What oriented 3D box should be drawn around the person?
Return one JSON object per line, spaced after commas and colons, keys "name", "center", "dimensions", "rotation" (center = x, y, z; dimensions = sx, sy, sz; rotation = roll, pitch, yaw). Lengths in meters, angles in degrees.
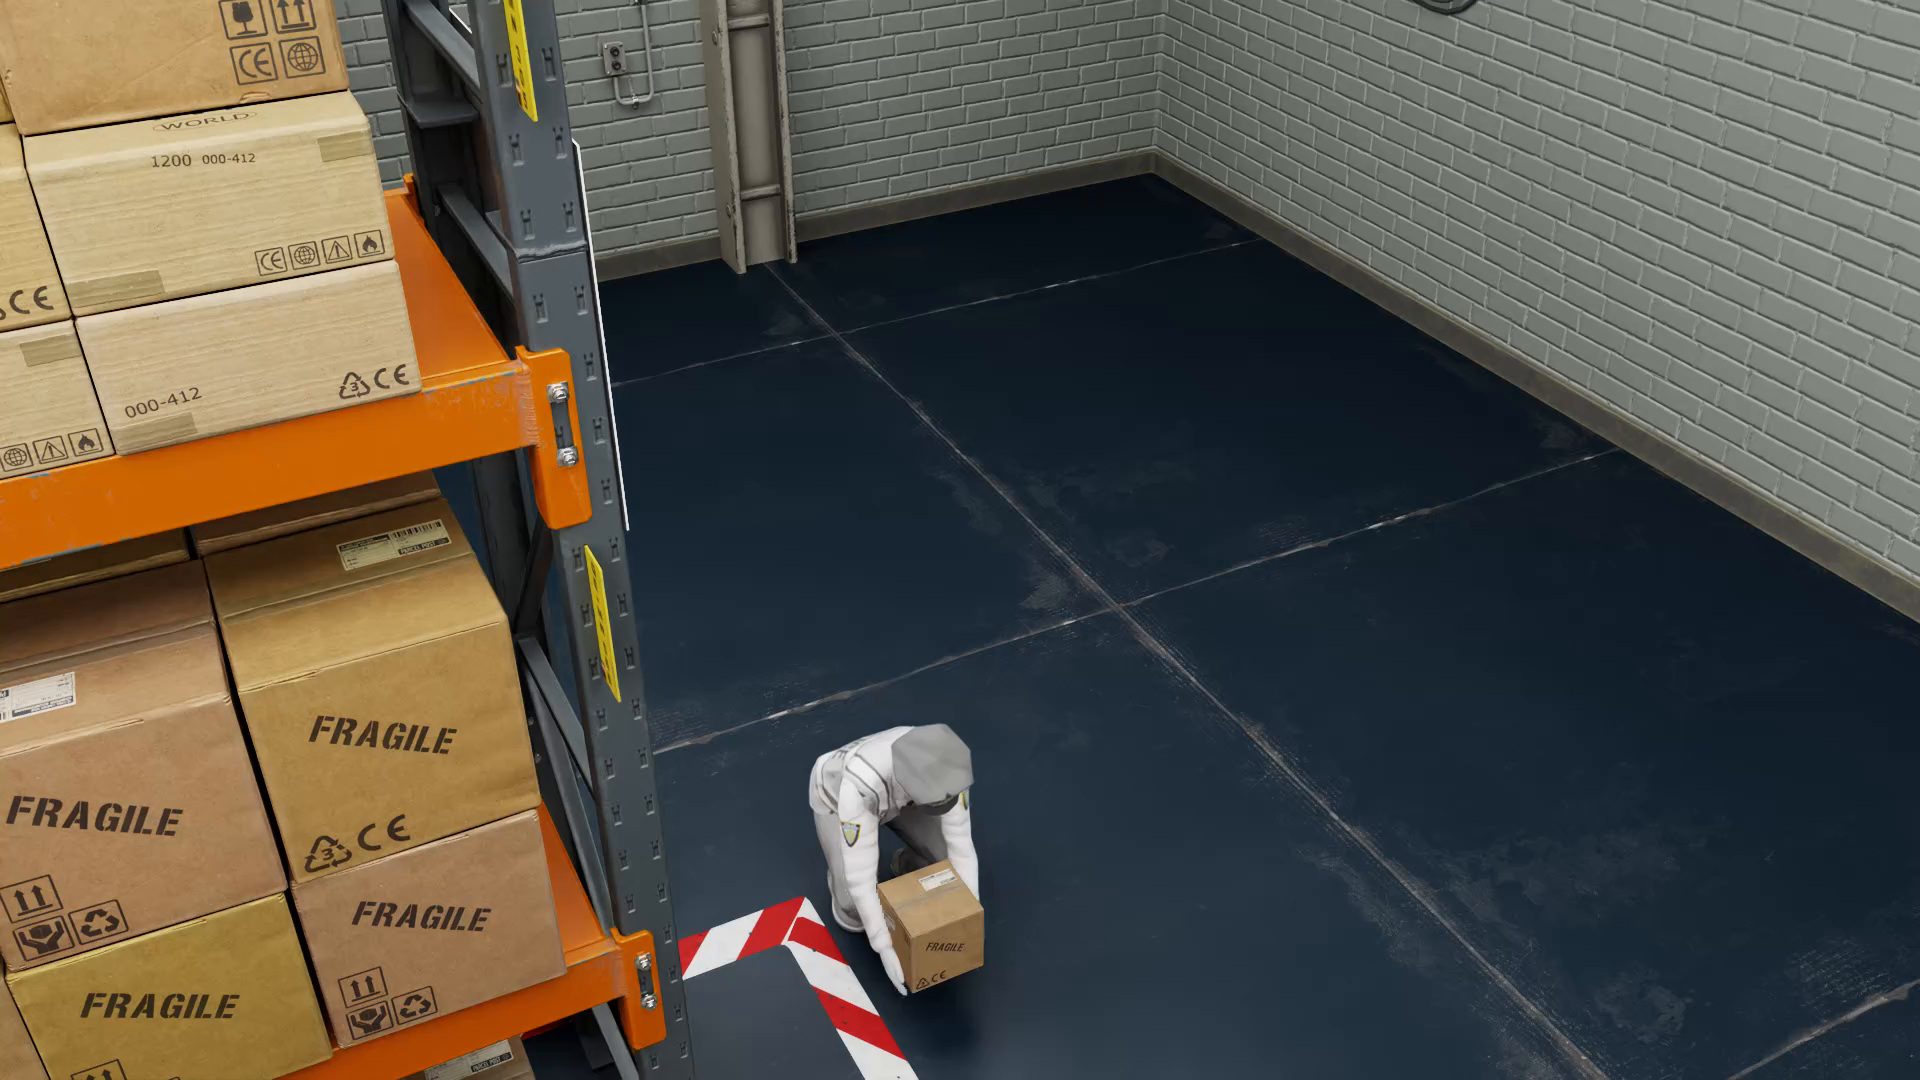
{"name": "person", "center": [-0.206, 0.916, 5.389], "dimensions": [0.471, 0.972, 0.848], "rotation": [-12, 35, -18]}
